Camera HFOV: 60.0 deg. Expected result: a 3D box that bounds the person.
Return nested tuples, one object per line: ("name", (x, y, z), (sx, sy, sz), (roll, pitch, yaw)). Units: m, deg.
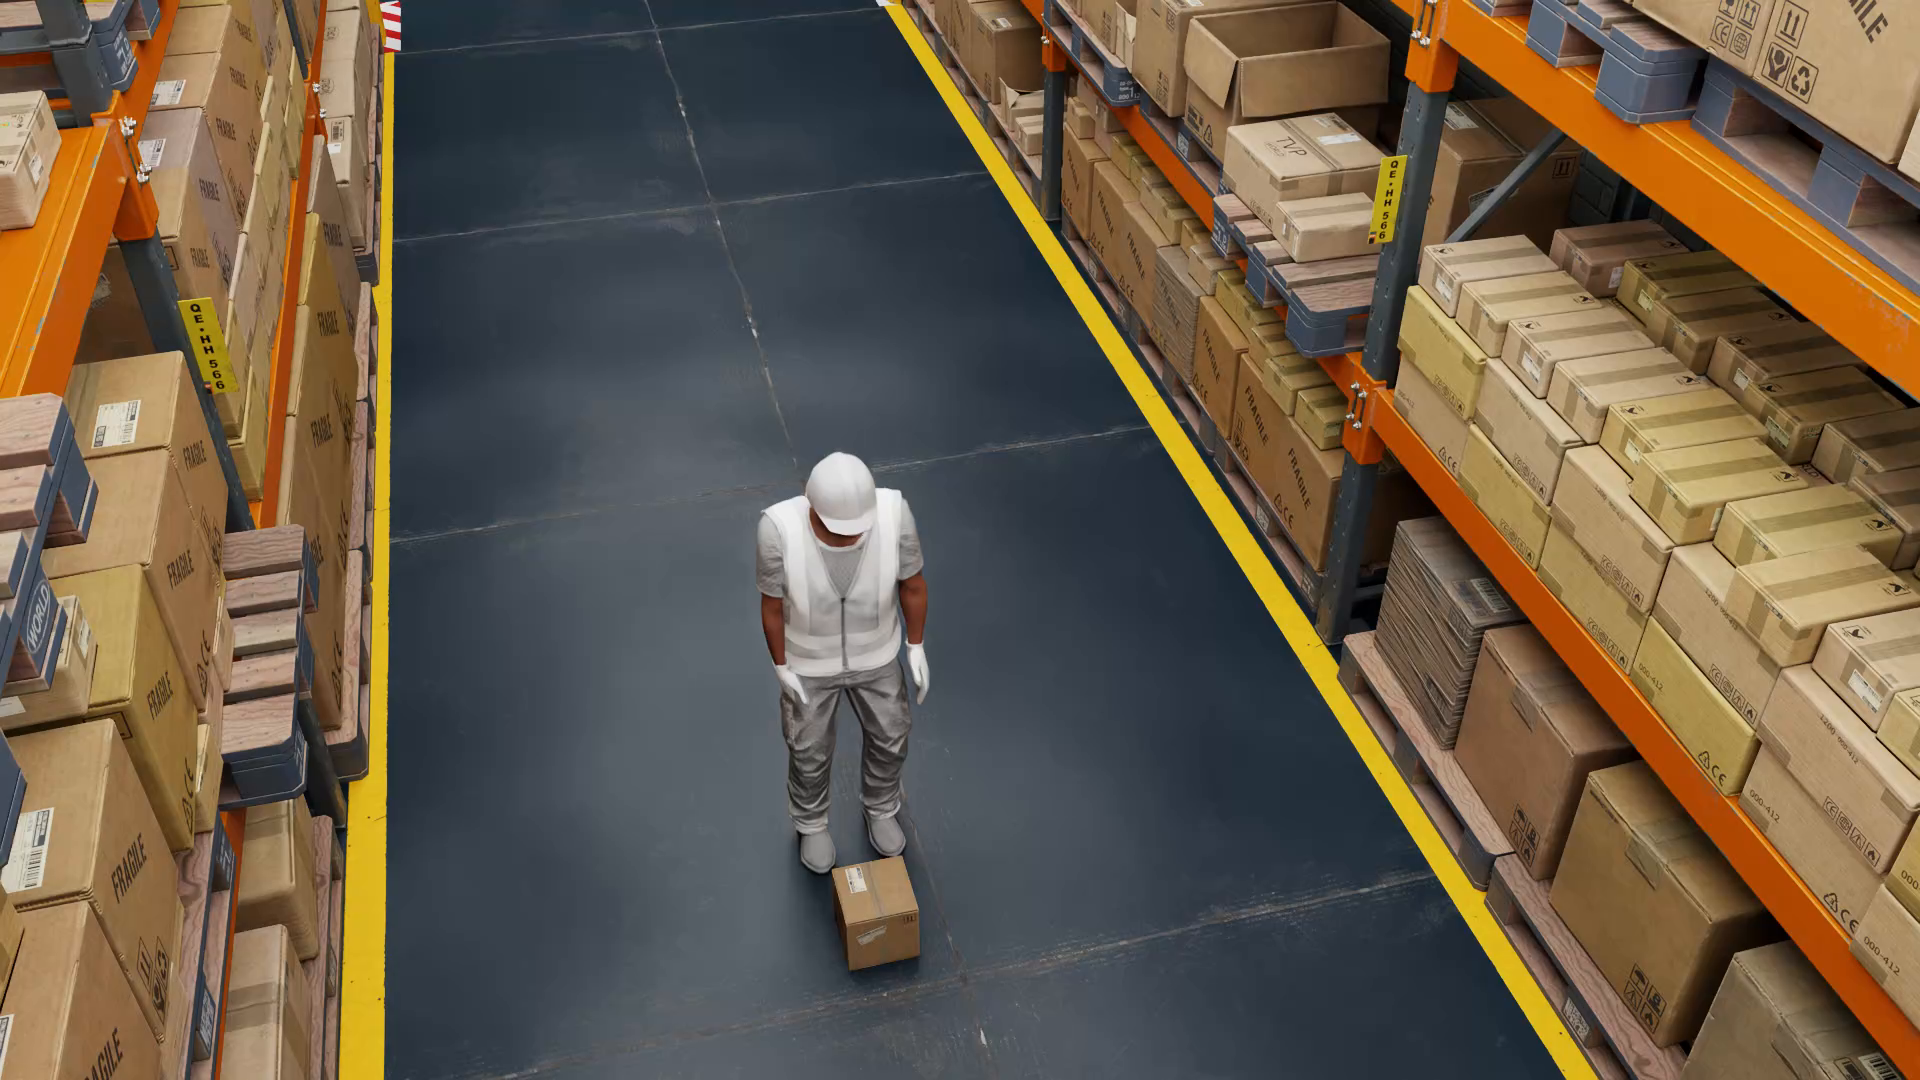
("person", (-0.383, 0.402, 5.644), (0.560, 1.755, 0.414), (-9, 39, -11))
